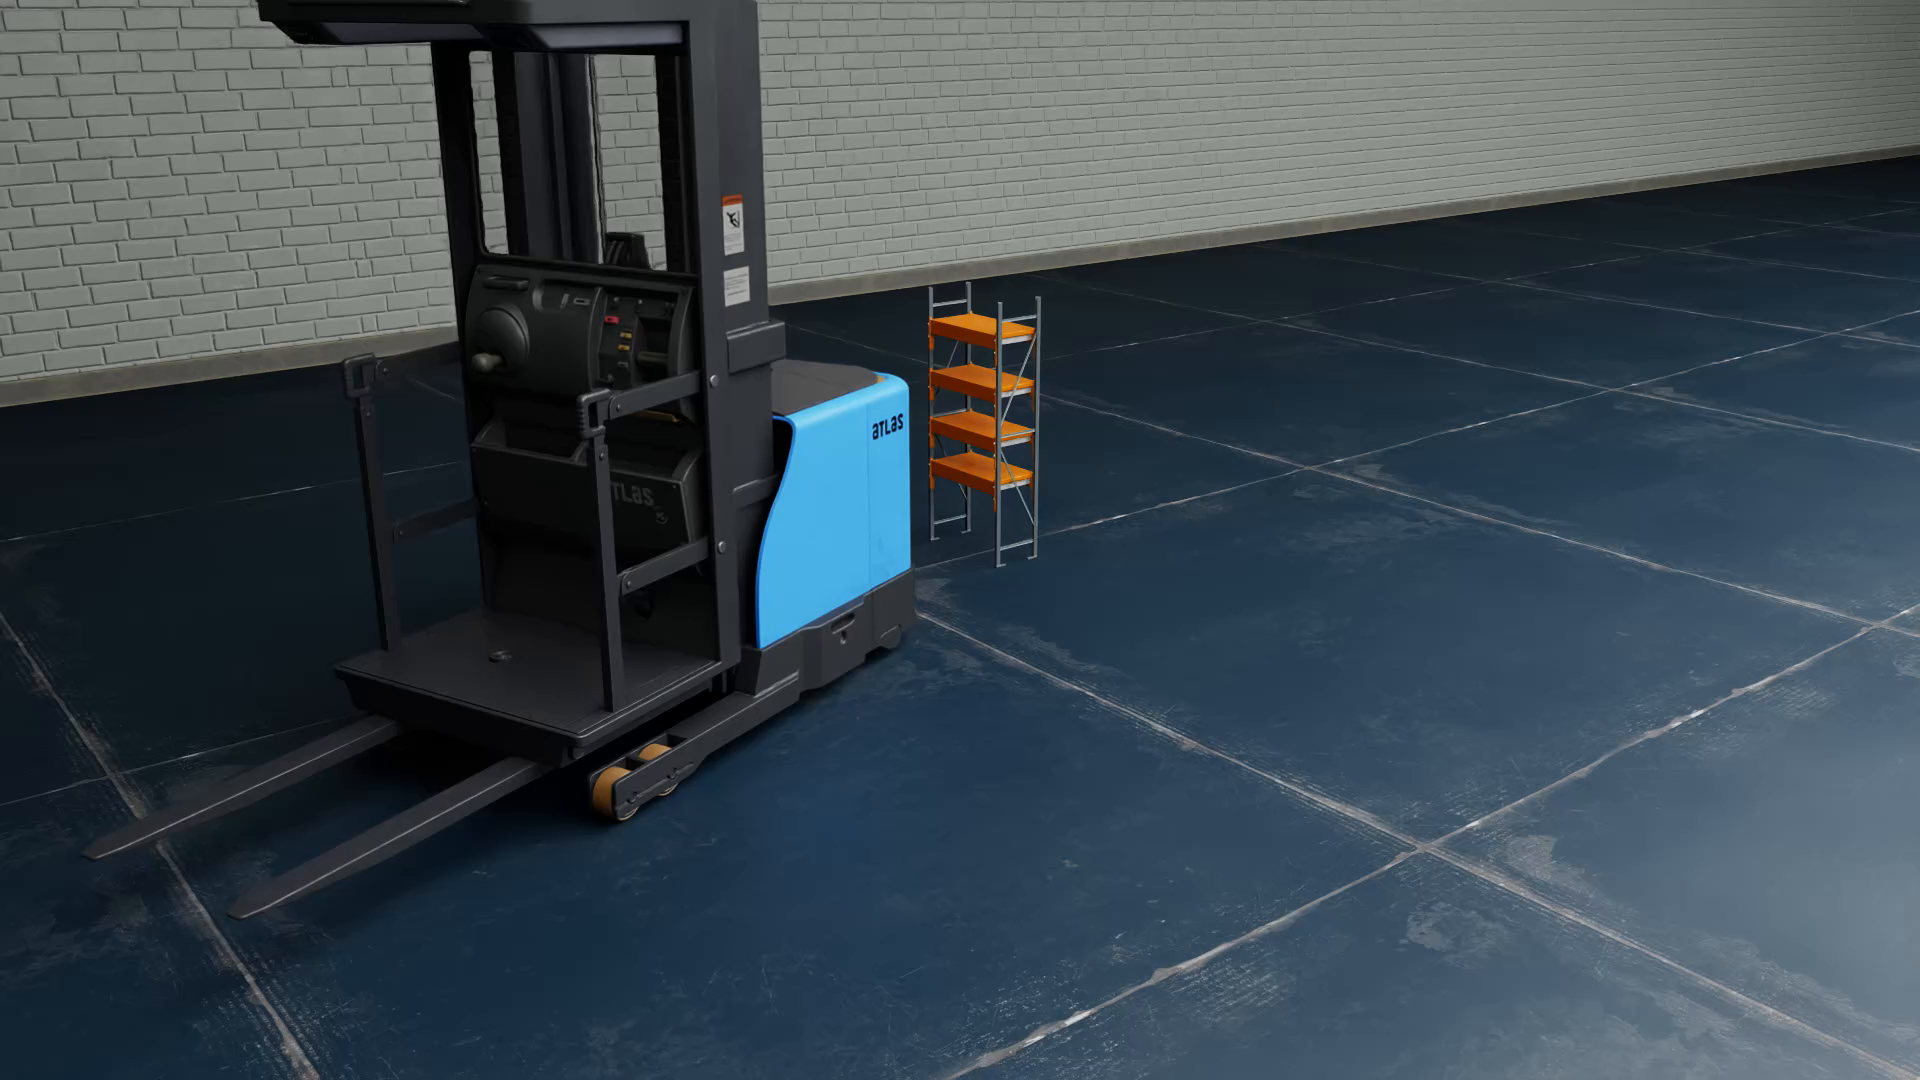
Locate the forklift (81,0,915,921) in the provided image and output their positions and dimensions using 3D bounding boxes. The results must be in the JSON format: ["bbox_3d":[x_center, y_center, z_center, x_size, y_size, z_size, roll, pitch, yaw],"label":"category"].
[{"bbox_3d":[-1.359,-0.677,5.245,1.130,2.935,3.031,10,21,29],"label":"forklift"}]

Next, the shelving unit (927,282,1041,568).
[{"bbox_3d":[0.103,-0.529,7.551,0.258,1.200,0.503,-14,23,-36],"label":"shelving unit"}]

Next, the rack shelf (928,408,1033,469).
[{"bbox_3d":[0.103,-0.465,7.572,0.258,0.148,0.480,-14,23,-36],"label":"rack shelf"}]

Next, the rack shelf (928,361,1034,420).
[{"bbox_3d":[0.103,-0.677,7.502,0.258,0.148,0.480,-14,23,-36],"label":"rack shelf"}]

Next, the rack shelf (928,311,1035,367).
[{"bbox_3d":[0.103,-0.902,7.427,0.258,0.148,0.480,-14,23,-36],"label":"rack shelf"}]

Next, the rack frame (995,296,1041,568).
[{"bbox_3d":[0.254,-0.469,7.369,0.240,1.200,0.015,-14,23,-36],"label":"rack frame"}]

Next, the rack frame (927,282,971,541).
[{"bbox_3d":[-0.049,-0.589,7.732,0.240,1.200,0.015,-14,23,-36],"label":"rack frame"}]

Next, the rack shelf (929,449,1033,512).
[{"bbox_3d":[0.103,-0.276,7.634,0.258,0.148,0.480,-14,23,-36],"label":"rack shelf"}]
